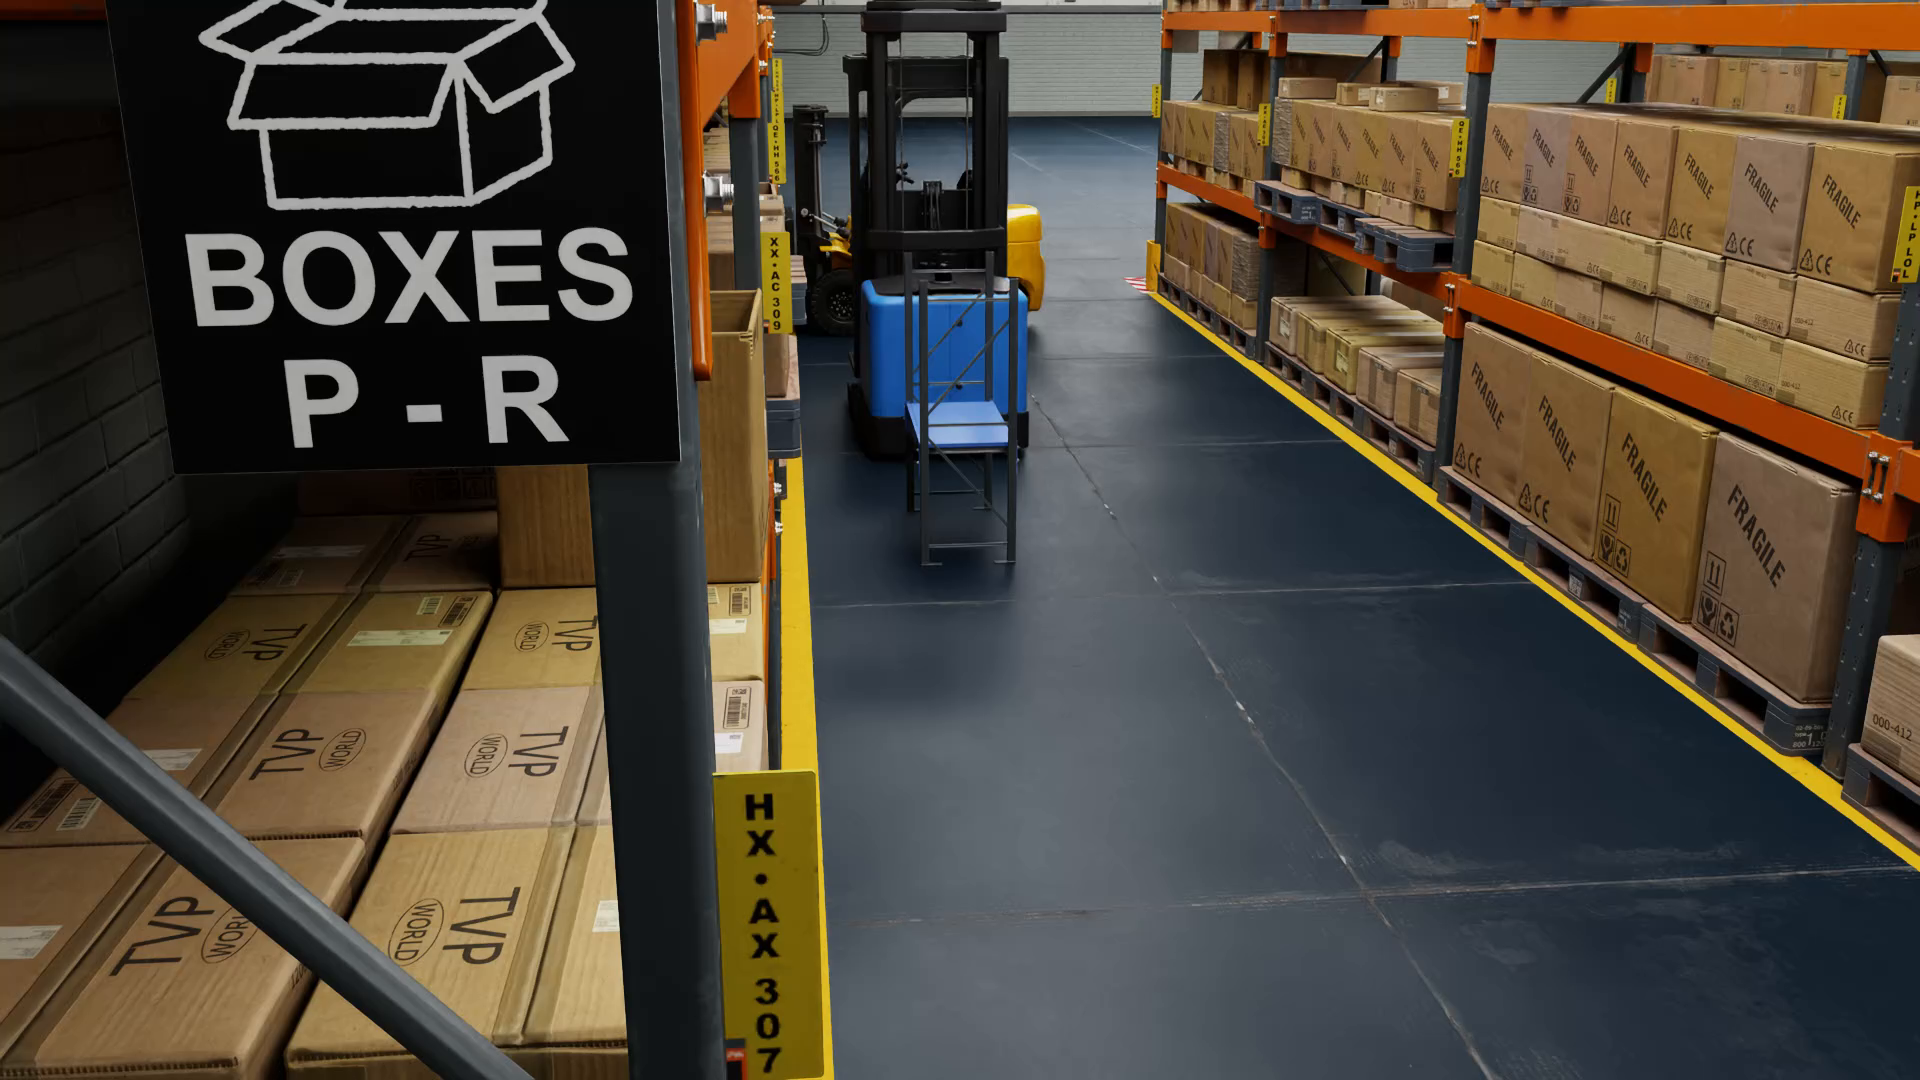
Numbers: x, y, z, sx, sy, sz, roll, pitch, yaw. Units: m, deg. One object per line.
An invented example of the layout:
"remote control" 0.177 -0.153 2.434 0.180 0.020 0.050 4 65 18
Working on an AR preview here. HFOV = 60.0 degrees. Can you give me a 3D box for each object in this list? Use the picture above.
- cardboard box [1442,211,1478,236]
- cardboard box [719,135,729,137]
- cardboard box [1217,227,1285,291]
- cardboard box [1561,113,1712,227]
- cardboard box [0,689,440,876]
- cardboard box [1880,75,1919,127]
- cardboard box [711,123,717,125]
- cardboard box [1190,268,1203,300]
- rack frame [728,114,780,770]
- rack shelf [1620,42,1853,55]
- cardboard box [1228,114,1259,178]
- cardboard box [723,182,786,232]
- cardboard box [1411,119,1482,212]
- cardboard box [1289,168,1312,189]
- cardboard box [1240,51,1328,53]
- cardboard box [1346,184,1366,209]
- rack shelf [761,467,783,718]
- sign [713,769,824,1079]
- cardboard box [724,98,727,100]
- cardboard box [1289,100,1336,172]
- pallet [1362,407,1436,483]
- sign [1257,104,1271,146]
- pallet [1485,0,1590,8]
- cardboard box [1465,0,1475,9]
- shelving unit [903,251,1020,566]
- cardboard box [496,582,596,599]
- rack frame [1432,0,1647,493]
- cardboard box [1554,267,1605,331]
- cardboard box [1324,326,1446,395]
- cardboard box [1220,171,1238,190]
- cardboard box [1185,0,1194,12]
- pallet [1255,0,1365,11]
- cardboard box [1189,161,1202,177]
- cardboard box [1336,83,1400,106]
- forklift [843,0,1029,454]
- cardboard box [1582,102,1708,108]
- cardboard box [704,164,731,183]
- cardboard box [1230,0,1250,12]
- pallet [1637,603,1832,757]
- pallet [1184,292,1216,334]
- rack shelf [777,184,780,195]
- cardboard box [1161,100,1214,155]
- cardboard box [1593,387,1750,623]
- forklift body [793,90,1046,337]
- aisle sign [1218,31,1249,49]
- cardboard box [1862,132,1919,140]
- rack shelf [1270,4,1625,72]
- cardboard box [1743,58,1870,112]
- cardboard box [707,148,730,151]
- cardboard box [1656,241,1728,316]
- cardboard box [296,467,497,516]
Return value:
"cardboard box" 3.123 -1.913 9.981 0.380 0.149 0.250 -1 17 -4
"cardboard box" -1.526 -2.817 11.891 0.380 0.149 0.250 -2 18 -7
"cardboard box" 2.596 -2.500 14.769 0.500 0.500 0.500 -1 17 -5
"cardboard box" 3.297 -1.810 8.100 0.500 0.500 0.500 -1 17 -4
"cardboard box" -1.084 0.443 2.512 0.500 0.250 0.500 -2 18 -5
"cardboard box" 7.948 -3.494 13.462 0.700 0.500 0.500 -2 18 -7
"cardboard box" -2.521 -3.708 15.814 0.500 0.500 0.500 -1 17 -4
"cardboard box" 2.488 -2.451 15.865 0.500 0.250 0.500 -1 17 -2
"rack frame" -1.134 -0.396 5.431 1.000 3.000 0.127 -2 18 -6
"rack shelf" 7.685 -4.801 15.654 1.077 0.370 4.000 -2 18 -6
"cardboard box" 2.625 -3.401 14.340 0.500 0.500 0.500 -1 17 -4
"cardboard box" -1.194 -1.357 7.617 0.797 0.503 0.637 -2 18 -7
"cardboard box" 3.067 -2.259 10.000 0.500 0.500 0.500 -2 18 -7
"cardboard box" 2.738 -2.765 12.696 0.380 0.149 0.250 -1 17 -5
"cardboard box" 3.035 -4.347 15.683 0.700 0.500 0.500 -2 18 -6
"cardboard box" 2.884 -2.372 11.444 0.380 0.149 0.250 -2 18 -7
"rack shelf" -0.927 0.543 3.640 1.077 0.370 4.000 -2 18 -6
"sign" -0.181 0.366 1.559 0.100 0.325 0.005 -2 18 -6
"cardboard box" -1.827 -3.690 14.176 0.380 0.149 0.250 -2 18 -7
"cardboard box" 2.794 -3.026 12.444 0.500 0.500 0.500 -2 18 -5
"pallet" 3.312 -0.645 10.878 1.003 0.211 1.213 -2 18 -6
"sign" 2.439 -3.328 13.324 0.100 0.325 0.005 -2 18 -6
"pallet" 3.510 -2.893 8.692 1.213 0.211 1.003 -1 17 -3
"cardboard box" 3.149 -3.141 9.585 0.380 0.149 0.250 -2 18 -6
"shelving unit" -0.009 -0.741 9.033 0.538 1.500 1.048 -2 18 -6
"cardboard box" -0.681 0.129 3.512 0.500 0.250 0.500 -2 18 -7
"rack frame" 3.391 -1.742 9.719 1.000 3.000 0.127 -2 18 -6
"cardboard box" 3.310 -1.208 8.268 0.500 0.250 0.500 -1 17 -4
"cardboard box" 3.186 -1.303 12.006 0.950 0.372 0.625 -1 17 -4
"cardboard box" 2.534 -3.203 14.791 0.380 0.149 0.250 -2 18 -6
"cardboard box" 2.386 -5.173 16.057 0.380 0.149 0.250 -1 17 -4
"pallet" 2.936 -4.088 12.497 1.213 0.211 1.003 -2 18 -6
"cardboard box" 2.422 -3.589 16.020 0.380 0.149 0.250 -1 17 -4
"cardboard box" 2.889 -3.162 11.793 0.380 0.149 0.250 -1 17 -3
"forklift" -0.243 -2.351 11.771 1.130 2.935 3.031 -2 18 -7
"cardboard box" 3.704 -2.121 9.089 0.500 0.500 0.500 -2 18 -7
"cardboard box" -1.286 -2.049 9.446 0.380 0.149 0.250 -1 17 -4
"cardboard box" 2.550 -4.637 14.350 0.380 0.149 0.250 -1 17 -4
"pallet" 3.649 0.552 7.065 1.003 0.211 1.213 -2 18 -6
"pallet" 2.745 -2.167 15.727 1.003 0.211 1.213 -2 18 -6
"rack shelf" -2.165 -3.032 15.028 1.077 0.370 4.000 -2 18 -6
"cardboard box" 2.339 -4.166 16.774 0.500 0.500 0.500 -2 18 -6
"cardboard box" 3.559 -0.188 7.615 0.875 0.875 0.875 -1 17 -4
"forklift body" -0.361 -3.058 15.326 2.313 2.155 1.214 -2 18 -6
"aisle sign" 2.848 -5.393 17.009 0.394 0.787 0.004 -2 18 -6
"cardboard box" 3.964 -1.366 6.684 0.500 0.500 0.500 -2 18 -6
"rack shelf" 3.184 -3.426 11.275 1.077 0.370 4.000 -2 18 -6
"cardboard box" 7.796 -4.140 15.303 0.875 0.550 0.550 -2 18 -6
"cardboard box" -1.430 -2.433 10.670 0.380 0.149 0.250 -1 17 -4
"cardboard box" 3.398 -1.144 7.229 0.500 0.250 0.500 -1 17 -4
"cardboard box" -1.245 -0.372 3.857 0.500 0.500 0.500 -2 18 -7
